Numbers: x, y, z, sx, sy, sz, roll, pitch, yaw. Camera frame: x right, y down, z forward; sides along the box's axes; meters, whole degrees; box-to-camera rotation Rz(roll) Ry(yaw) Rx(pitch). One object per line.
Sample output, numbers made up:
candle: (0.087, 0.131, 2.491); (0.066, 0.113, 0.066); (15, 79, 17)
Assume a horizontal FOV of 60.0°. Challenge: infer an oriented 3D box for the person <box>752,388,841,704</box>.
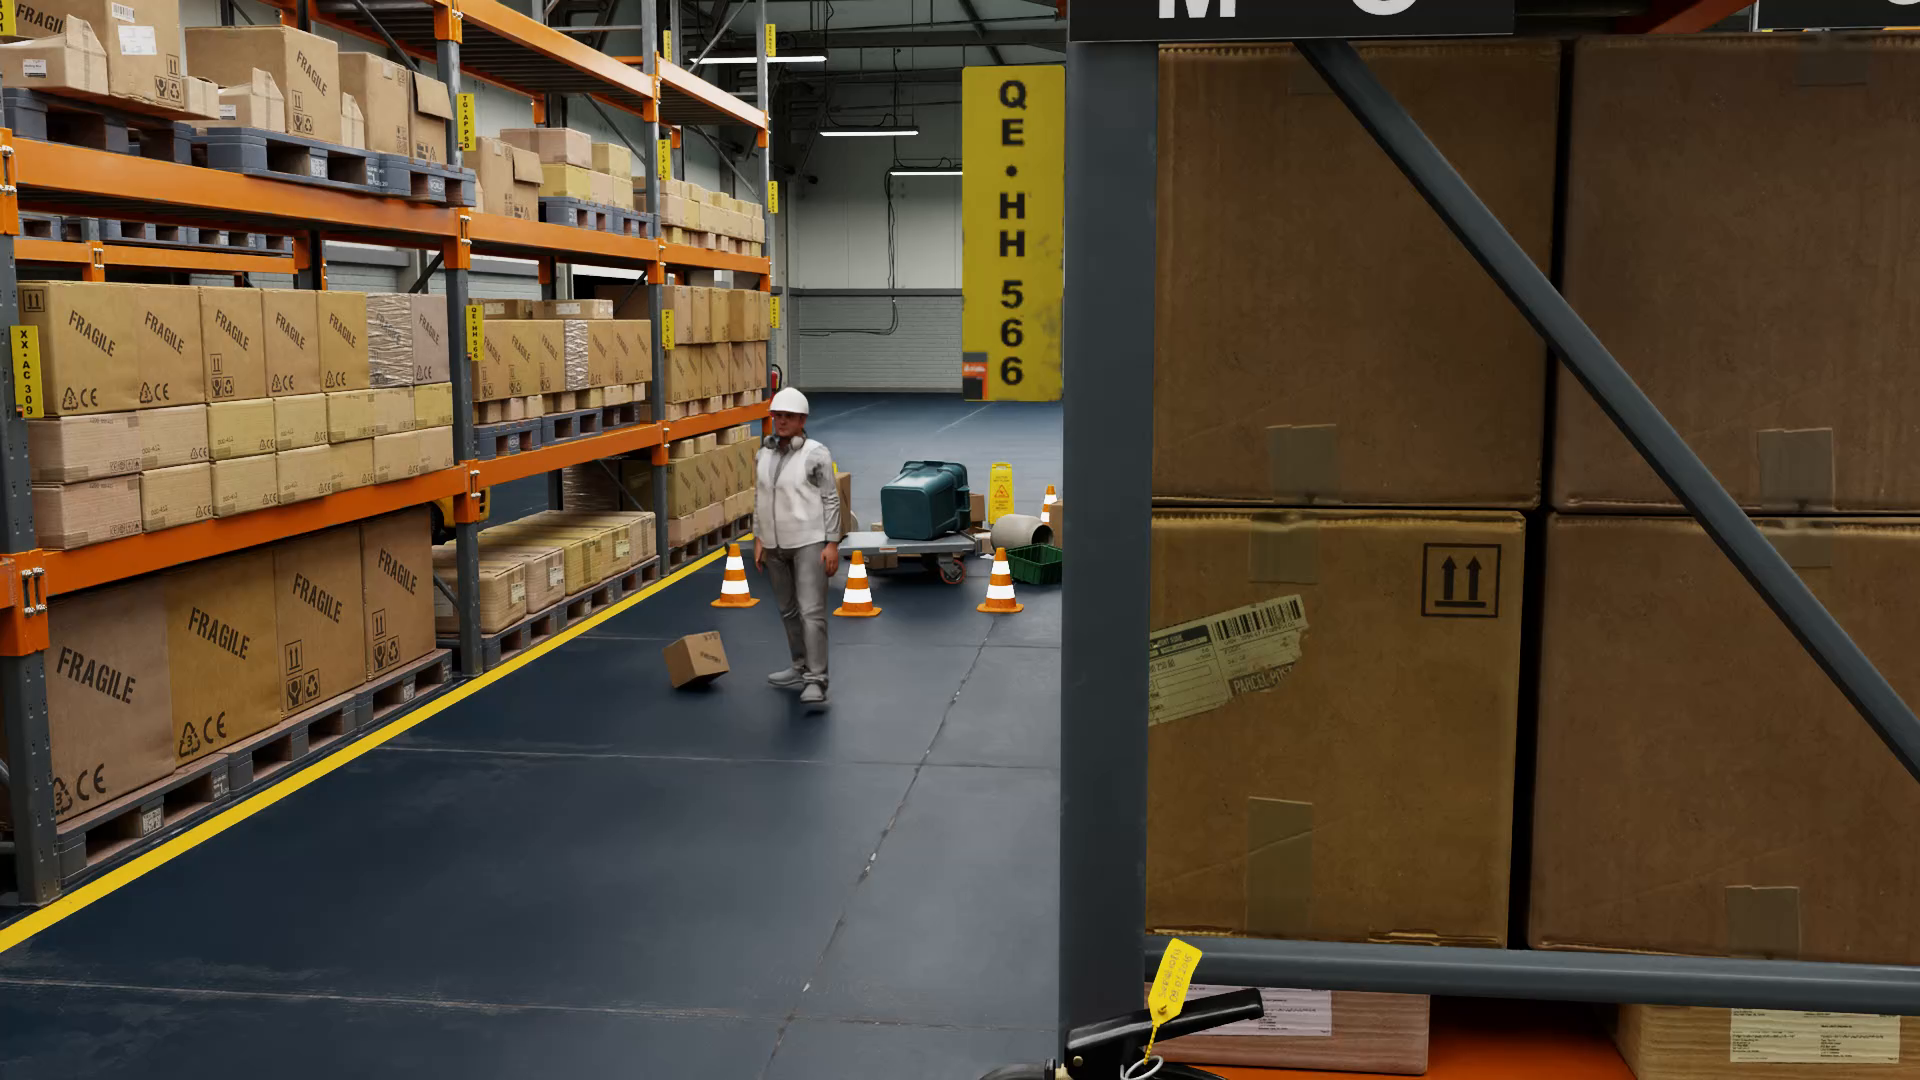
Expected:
person: (-0.920, 0.022, 9.405); (0.711, 1.754, 0.709); (5, 9, 32)
